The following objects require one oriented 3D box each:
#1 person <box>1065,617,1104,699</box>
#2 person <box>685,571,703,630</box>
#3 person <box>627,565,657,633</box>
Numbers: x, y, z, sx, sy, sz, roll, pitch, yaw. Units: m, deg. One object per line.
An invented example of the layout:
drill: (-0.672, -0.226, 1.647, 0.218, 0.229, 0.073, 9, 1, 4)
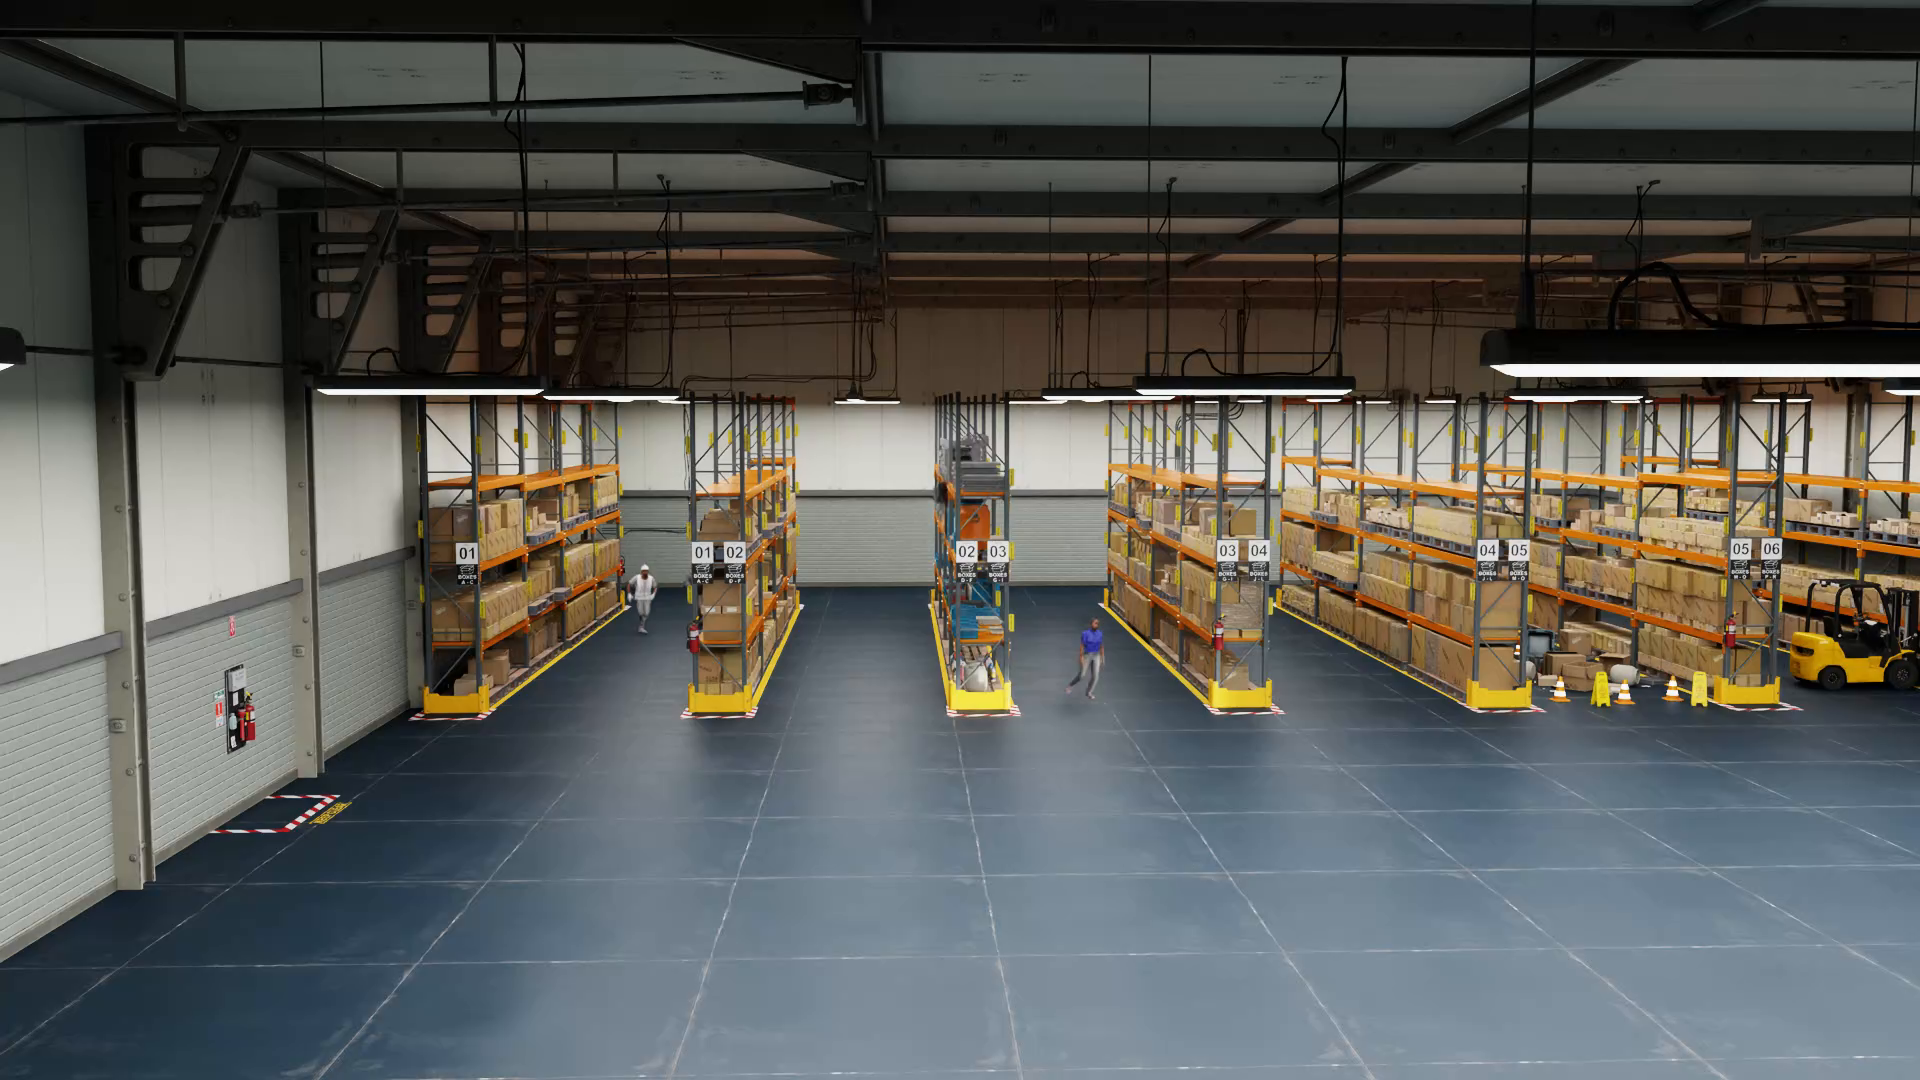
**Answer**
person: (2.454, 2.302, 32.627, 0.727, 1.592, 0.536, -1, 5, -15)
person: (-6.774, 1.437, 42.874, 0.607, 1.772, 0.833, 0, 5, 3)
person: (-8.013, 1.497, 42.004, 0.755, 1.735, 0.553, -2, 5, -20)
